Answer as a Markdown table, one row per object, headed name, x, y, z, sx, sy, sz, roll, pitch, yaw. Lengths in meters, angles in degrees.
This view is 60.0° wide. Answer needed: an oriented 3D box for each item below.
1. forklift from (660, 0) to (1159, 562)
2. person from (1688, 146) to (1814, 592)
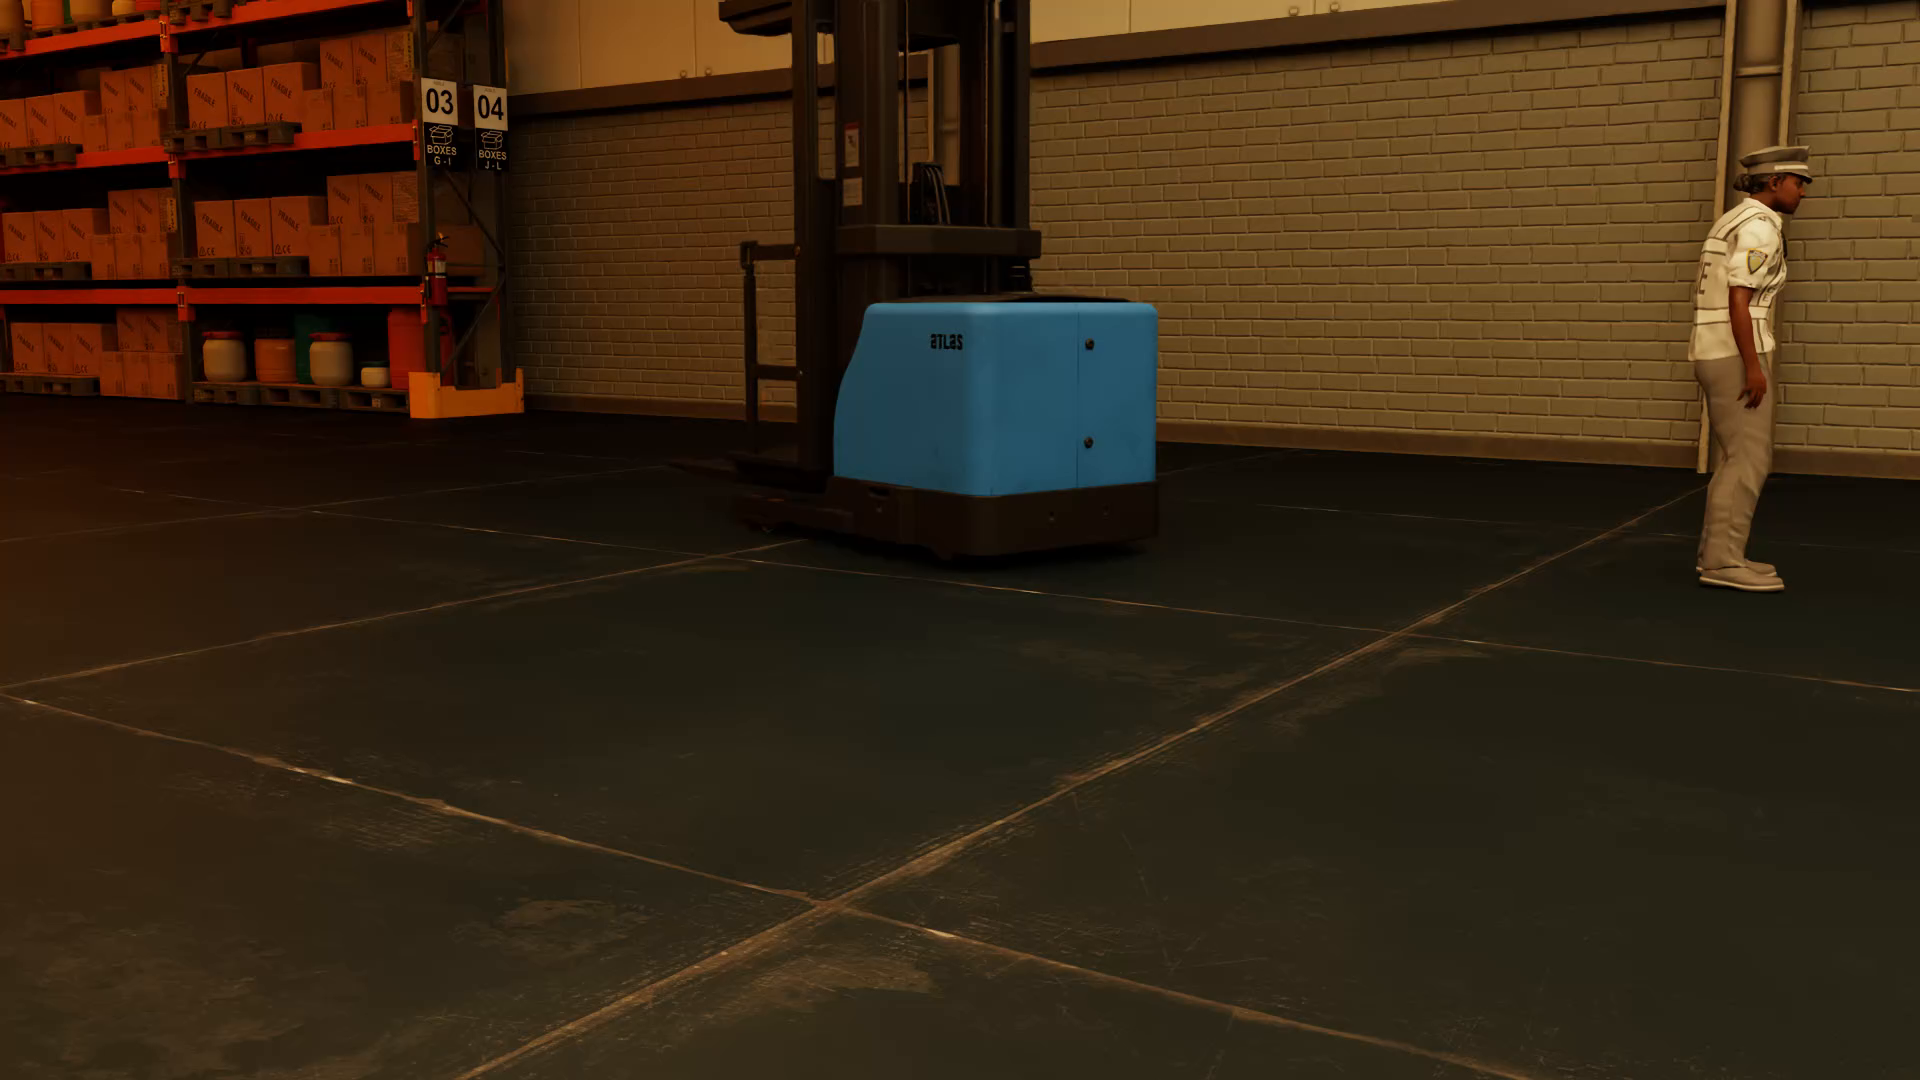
| name | x | y | z | sx | sy | sz | roll | pitch | yaw |
| --- | --- | --- | --- | --- | --- | --- | --- | --- | --- |
| forklift | -0.440 | -1.523 | 7.900 | 1.130 | 2.935 | 3.031 | -6 | 10 | -38 |
| person | 2.995 | -0.657 | 6.352 | 0.395 | 1.657 | 0.507 | 3 | 9 | 20 |
